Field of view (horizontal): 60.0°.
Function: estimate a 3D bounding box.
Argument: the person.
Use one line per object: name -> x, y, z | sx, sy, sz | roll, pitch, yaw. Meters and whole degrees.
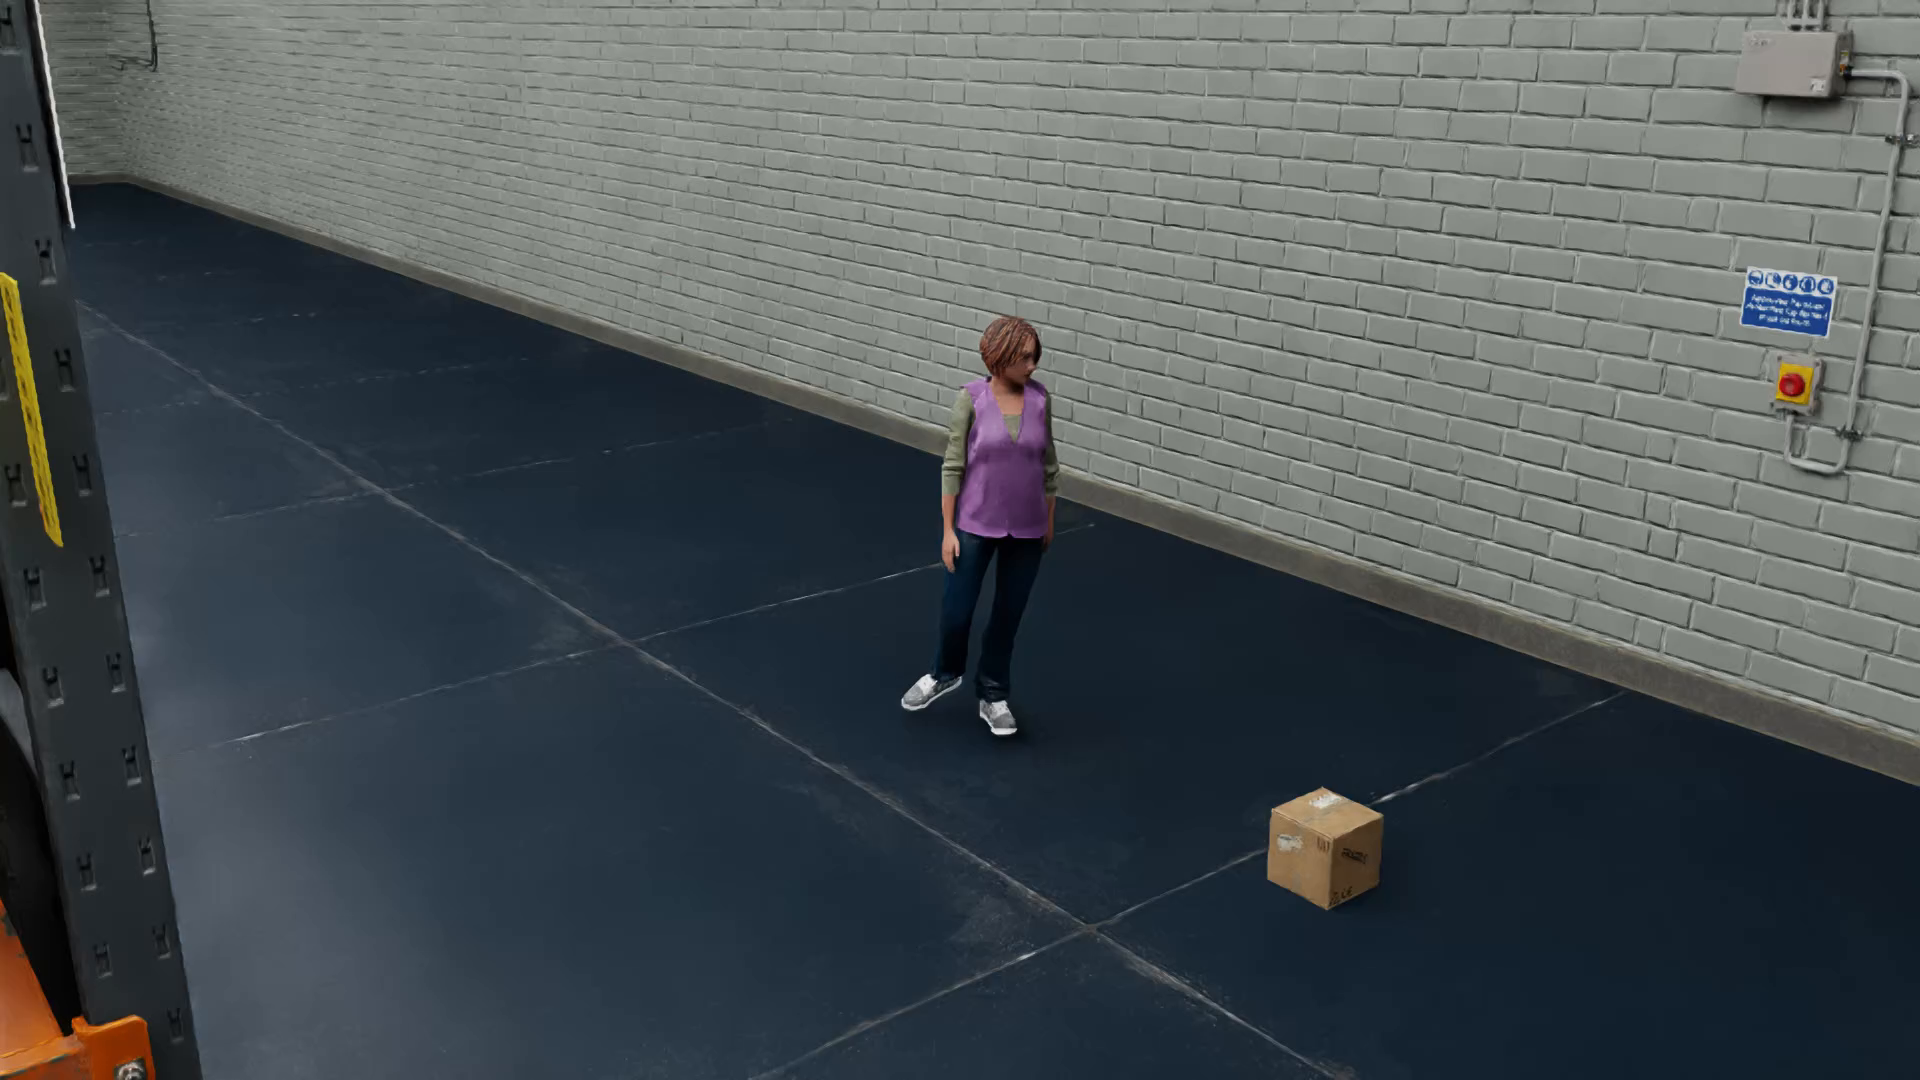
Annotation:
person -> 0.080, -0.043, 6.154 | 0.577, 1.589, 0.420 | -4, 18, -12
